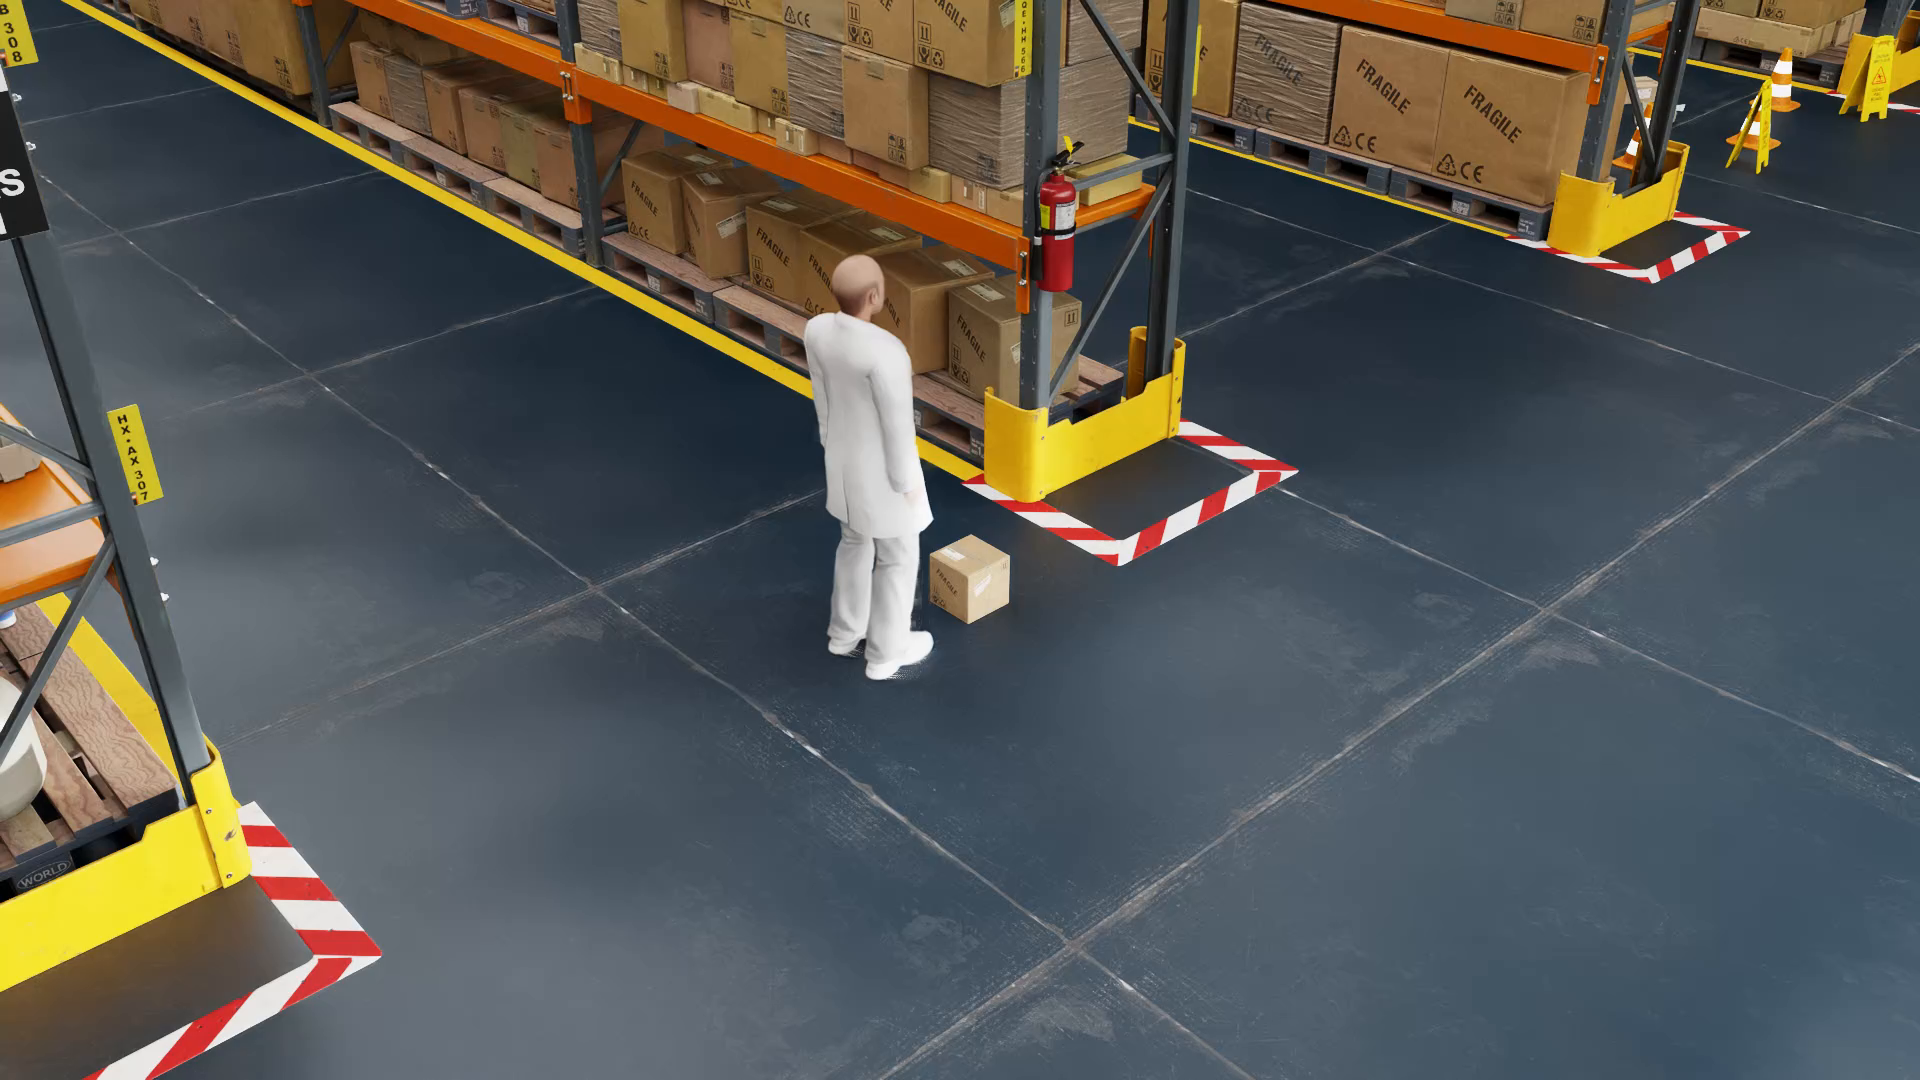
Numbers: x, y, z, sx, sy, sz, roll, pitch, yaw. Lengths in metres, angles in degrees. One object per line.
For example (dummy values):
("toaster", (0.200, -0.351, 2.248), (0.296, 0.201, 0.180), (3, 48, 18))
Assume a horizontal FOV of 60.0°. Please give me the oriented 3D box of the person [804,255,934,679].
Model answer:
("person", (-0.352, -0.304, 6.652), (0.381, 1.778, 0.564), (-24, 39, -34))
